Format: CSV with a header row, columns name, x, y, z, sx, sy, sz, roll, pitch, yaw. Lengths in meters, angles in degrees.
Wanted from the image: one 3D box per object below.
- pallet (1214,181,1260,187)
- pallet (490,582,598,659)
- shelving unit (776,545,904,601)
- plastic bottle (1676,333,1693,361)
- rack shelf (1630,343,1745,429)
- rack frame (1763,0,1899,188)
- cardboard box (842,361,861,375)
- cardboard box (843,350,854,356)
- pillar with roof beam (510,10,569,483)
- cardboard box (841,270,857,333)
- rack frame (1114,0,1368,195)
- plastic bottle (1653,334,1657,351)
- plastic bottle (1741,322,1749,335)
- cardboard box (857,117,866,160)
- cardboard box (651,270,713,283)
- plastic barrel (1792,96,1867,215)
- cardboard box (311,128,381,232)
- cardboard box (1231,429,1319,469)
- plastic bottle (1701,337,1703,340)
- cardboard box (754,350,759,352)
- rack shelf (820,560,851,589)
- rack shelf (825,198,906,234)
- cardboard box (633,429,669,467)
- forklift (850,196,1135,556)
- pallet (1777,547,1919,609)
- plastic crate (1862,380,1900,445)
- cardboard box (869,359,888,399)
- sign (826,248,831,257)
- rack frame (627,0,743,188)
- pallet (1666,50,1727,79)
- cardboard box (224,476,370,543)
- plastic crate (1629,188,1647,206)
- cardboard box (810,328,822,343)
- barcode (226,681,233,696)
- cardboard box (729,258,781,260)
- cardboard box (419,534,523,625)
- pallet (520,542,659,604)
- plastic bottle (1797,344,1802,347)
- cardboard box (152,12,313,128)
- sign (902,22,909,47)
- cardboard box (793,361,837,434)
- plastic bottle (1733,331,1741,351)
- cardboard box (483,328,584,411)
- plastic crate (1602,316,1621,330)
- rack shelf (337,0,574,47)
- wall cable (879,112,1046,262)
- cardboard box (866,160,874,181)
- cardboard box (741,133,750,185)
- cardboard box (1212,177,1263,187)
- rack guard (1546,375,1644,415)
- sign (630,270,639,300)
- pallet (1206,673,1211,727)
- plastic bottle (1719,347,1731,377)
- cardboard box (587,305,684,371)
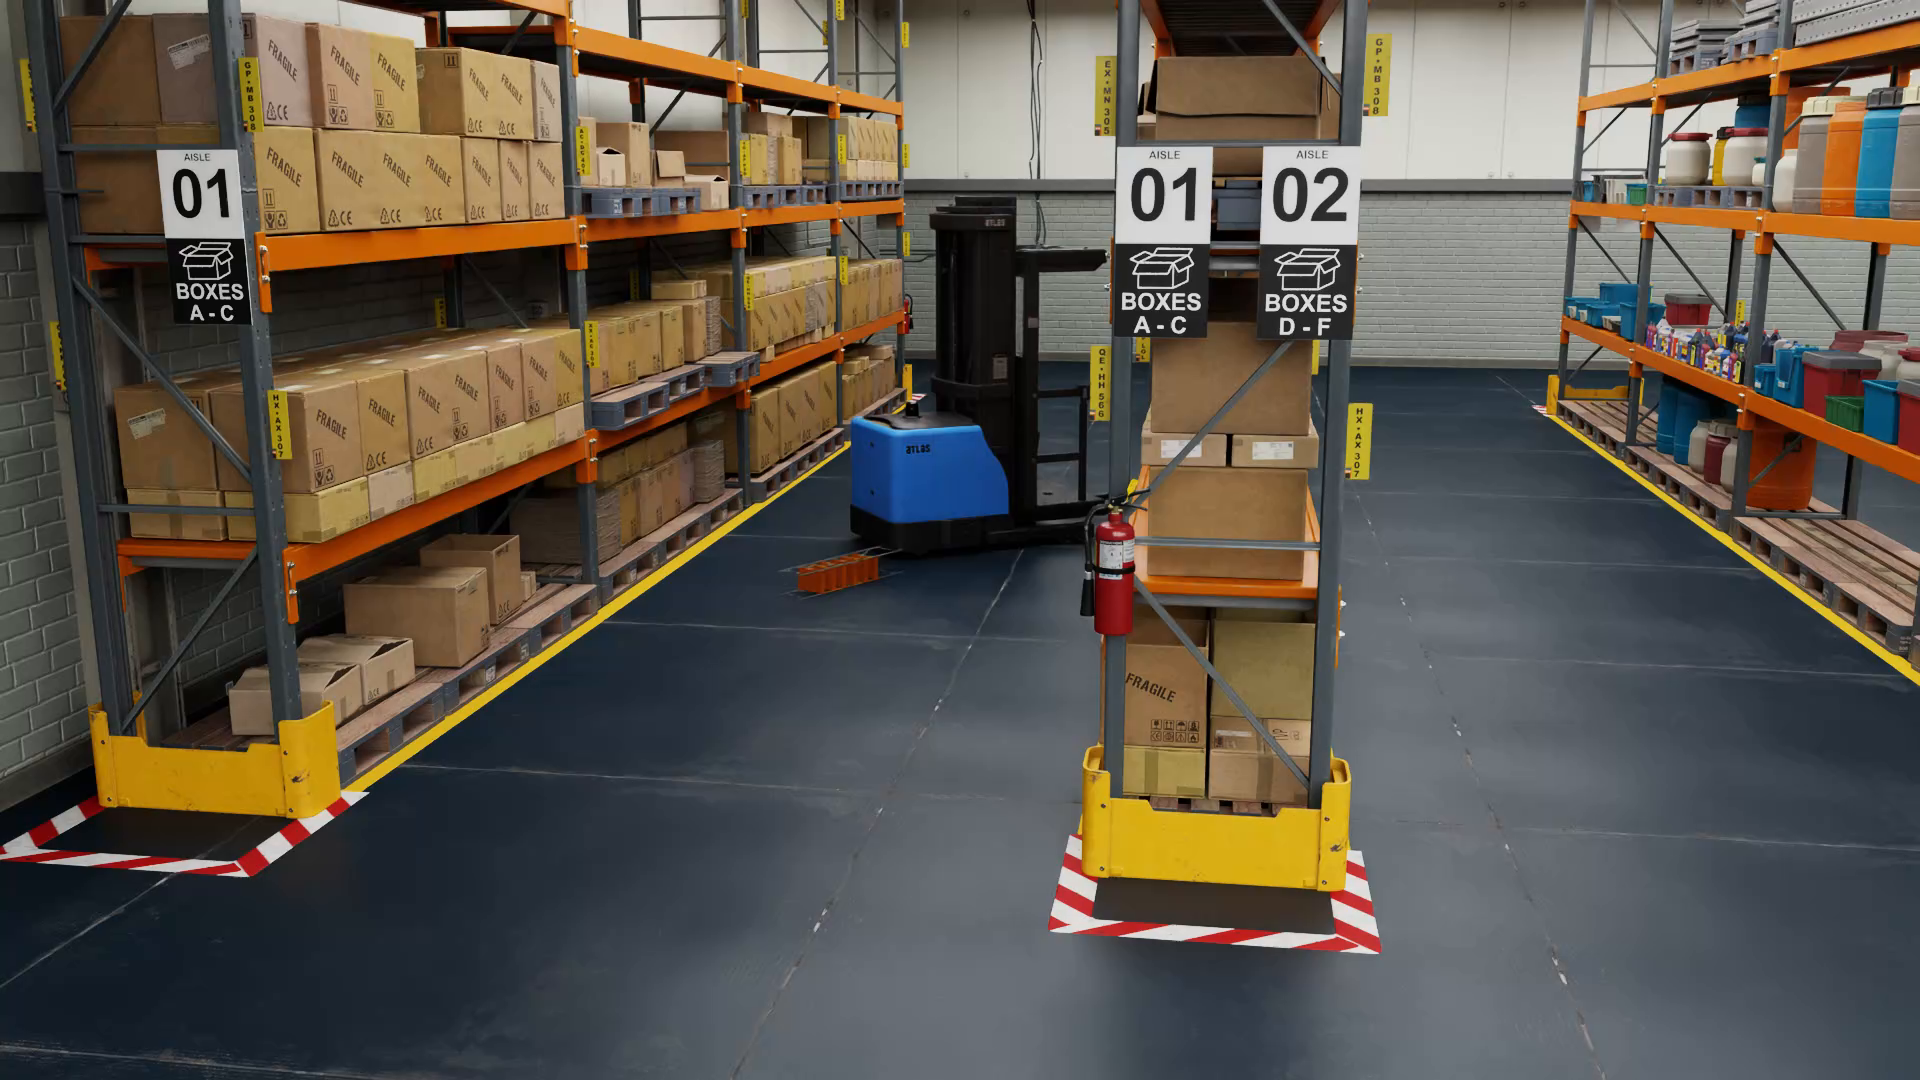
name,x,y,z,sx,sy,sz,roll,pitch,yaw
pallet,1.659,-2.055,9.997,1.003,0.211,1.213,2,12,9
pallet,-3.199,0.534,11.513,1.003,0.211,1.213,2,12,9
shelving unit,-0.916,0.248,12.885,0.258,0.189,1.200,10,16,38
plastic bottle,7.263,-1.928,16.616,0.152,0.276,0.135,2,12,9
rack shelf,7.581,-1.546,16.255,1.077,0.370,4.000,2,12,9
rack frame,7.274,-4.414,13.615,1.000,3.000,0.127,2,12,9
cardboard box,-1.451,-2.153,20.761,0.380,0.149,0.250,2,12,11
cardboard box,-1.627,-2.441,22.097,0.380,0.149,0.250,2,12,9
pillar with roof beam,0.684,-4.353,13.332,9.100,9.000,0.400,2,12,9
cardboard box,-1.801,-2.894,20.090,0.980,0.700,0.700,2,12,10
rack frame,1.150,-2.910,6.636,1.000,3.000,0.127,2,12,9
plastic bottle,7.391,-2.102,17.599,0.097,0.201,0.097,0,12,0
plastic bottle,8.043,-2.049,17.000,0.144,0.351,0.185,2,12,9
cardboard box,-1.440,-4.895,20.310,0.500,0.500,0.500,2,12,7
cardboard box,-2.702,-2.476,16.091,0.500,0.250,0.500,2,12,10
plastic barrel,6.933,-3.029,13.118,0.600,0.901,0.600,0,12,0
cardboard box,-3.329,-1.834,8.479,0.500,0.500,0.500,3,12,12
cardboard box,1.423,-0.418,7.536,0.380,0.149,0.250,2,12,8
plastic bottle,7.199,-1.825,16.116,0.061,0.283,0.133,2,12,9
cardboard box,-2.188,-1.803,16.286,0.380,0.149,0.250,2,12,9
rack shelf,-0.964,0.260,12.828,0.258,0.180,0.103,10,16,38
rack shelf,-1.593,-4.166,21.292,1.077,0.370,4.000,2,12,9
cardboard box,-2.798,-0.787,14.132,0.500,0.250,0.500,2,12,8
forklift,0.603,-1.491,14.455,3.031,2.935,1.130,-6,13,-25
pallet,6.926,0.295,12.623,1.003,0.211,1.213,2,12,9
plastic crate,6.521,-0.881,11.497,0.392,0.384,0.575,2,12,9
cardboard box,-1.371,-2.198,22.509,0.700,0.500,0.500,2,12,8
sign,-1.832,-3.949,23.454,0.100,0.325,0.005,2,12,9
rack frame,-2.515,-4.735,15.105,1.000,3.000,0.127,2,12,9
pallet,7.792,-4.786,16.737,1.003,0.211,1.213,2,12,9
cardboard box,-3.357,-0.165,8.446,0.500,0.250,0.500,2,12,7
plastic crate,7.656,-3.775,18.272,0.450,0.188,0.662,2,12,9
cardboard box,-1.755,-2.280,18.501,0.380,0.149,0.250,2,12,9
barcode,-3.943,0.800,8.977,0.001,0.075,0.075,2,12,9
cardboard box,-2.302,-3.009,18.566,0.500,0.250,0.500,2,12,9
cardboard box,-3.251,0.255,11.081,0.500,0.500,0.500,1,12,4
pallet,-3.012,0.231,12.919,1.003,0.211,1.213,2,12,9
plastic bottle,7.832,-1.693,15.537,0.097,0.271,0.097,0,12,0
cardboard box,-3.447,-2.223,7.911,0.500,0.500,0.500,1,12,5
sign,-0.751,-6.875,22.630,0.100,0.325,0.005,2,12,9
cardboard box,-1.872,-1.650,19.135,0.750,0.750,0.750,2,12,9
plastic bottle,7.888,-1.978,16.856,0.097,0.271,0.097,0,12,0
cardboard box,-2.898,-1.164,11.304,0.500,0.500,0.500,2,12,9
plastic crate,7.860,-2.587,19.859,0.293,0.136,0.466,2,12,9
rack shelf,-3.438,-3.133,9.385,1.077,0.370,4.000,2,12,9
wall cable,-0.062,-6.048,28.569,3.097,2.526,0.112,2,12,9
cardboard box,-1.369,-4.630,20.860,0.500,0.250,0.500,2,12,7
cardboard box,-2.468,-3.747,16.360,0.700,0.500,0.500,1,12,6
cardboard box,1.869,-2.536,11.381,0.500,0.250,0.500,3,13,15
rack guard,8.495,-1.930,22.263,1.175,0.500,0.348,2,12,9
sign,-3.064,-2.386,15.695,0.100,0.325,0.005,2,12,9
pallet,1.416,0.972,9.482,1.003,0.211,1.213,2,12,9
plastic bottle,7.016,-1.628,15.235,0.097,0.271,0.097,0,12,0
cardboard box,-2.747,-1.708,14.017,0.700,0.500,0.500,2,12,9
